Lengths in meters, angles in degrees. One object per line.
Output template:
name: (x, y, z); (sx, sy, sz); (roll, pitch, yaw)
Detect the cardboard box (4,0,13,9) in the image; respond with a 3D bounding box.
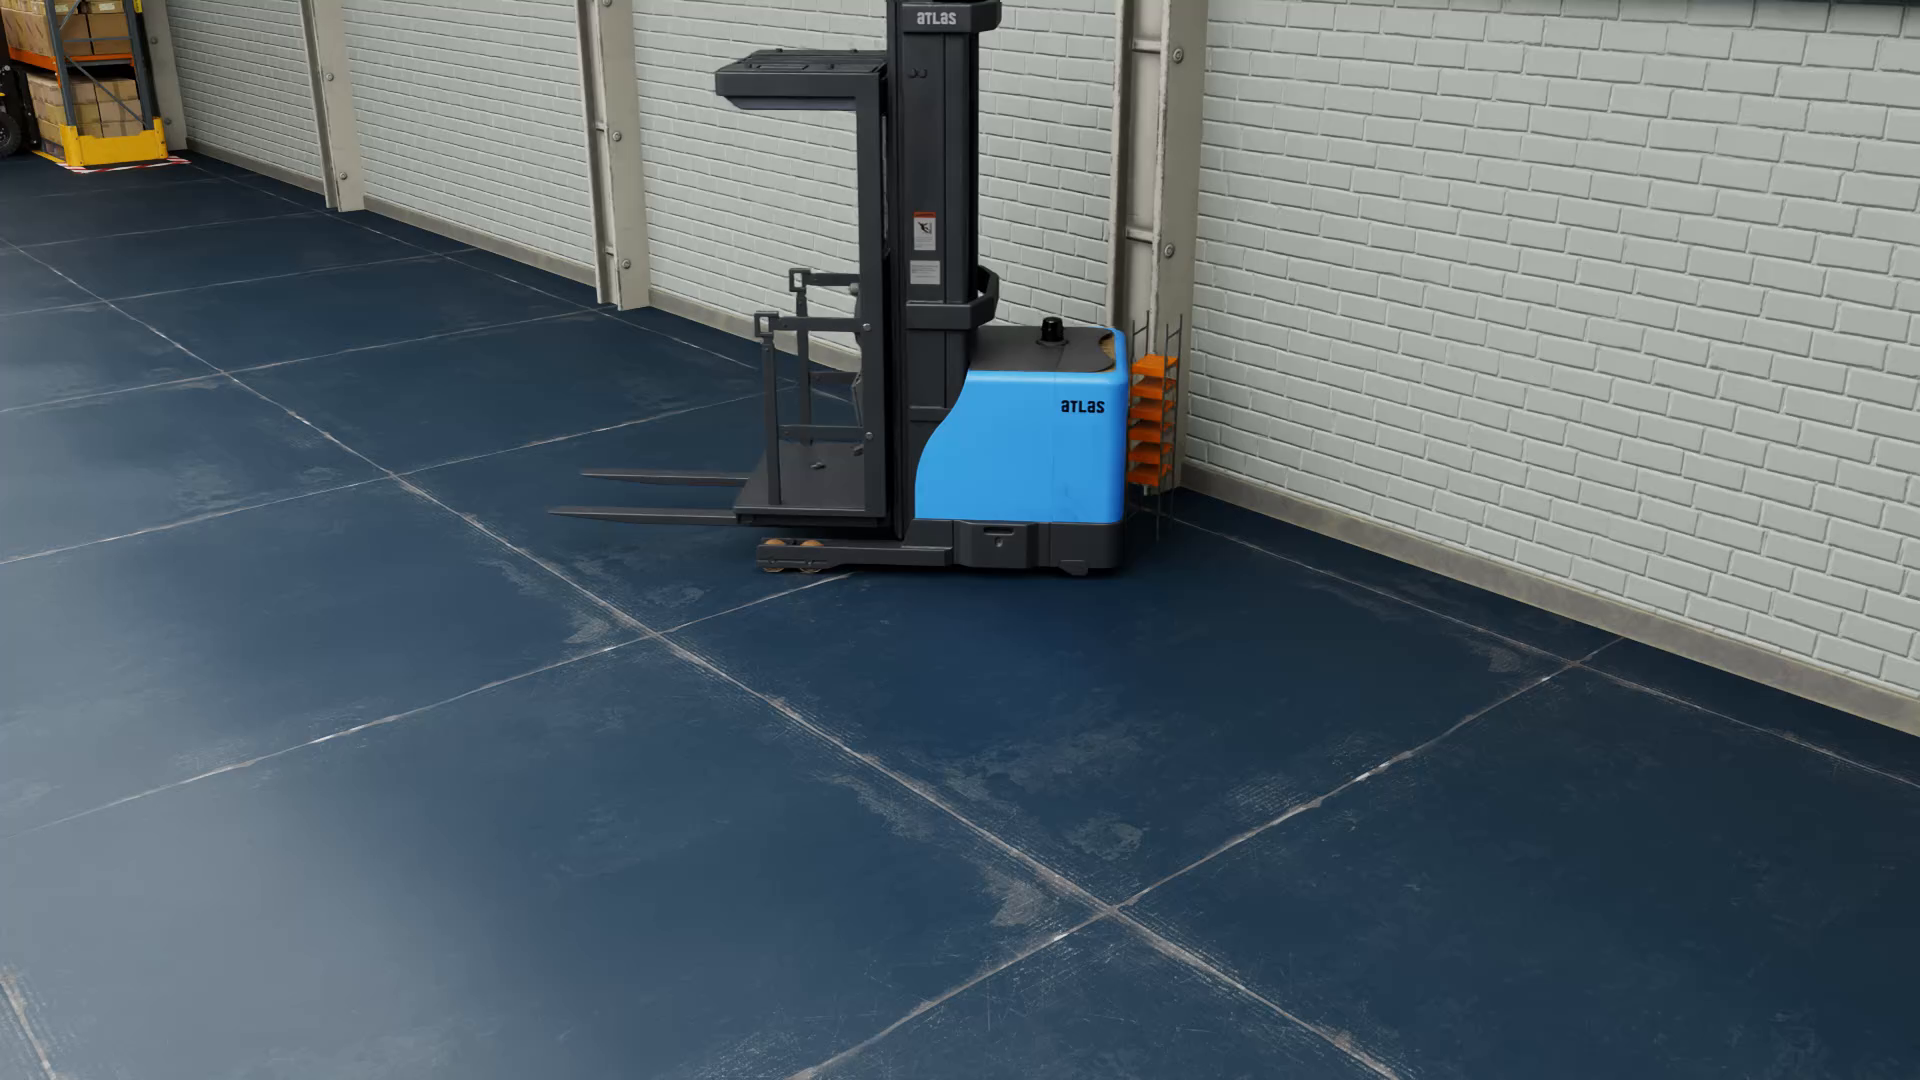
cardboard box: (-12.508, -7.179, 22.173); (0.380, 0.149, 0.250); (-18, 28, -38)

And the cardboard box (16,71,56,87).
cardboard box: (-12.437, -6.160, 22.422); (0.500, 0.250, 0.500); (-18, 28, -38)

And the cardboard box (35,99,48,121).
cardboard box: (-11.774, -5.657, 21.823); (0.500, 0.250, 0.500); (-18, 28, -38)

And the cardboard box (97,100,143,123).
cardboard box: (-11.050, -5.635, 21.767); (0.500, 0.250, 0.500); (-17, 27, -36)

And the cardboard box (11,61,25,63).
cardboard box: (-14.361, -6.860, 25.067); (0.875, 0.625, 0.625); (-18, 28, -38)

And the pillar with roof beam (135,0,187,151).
pillar with roof beam: (-13.933, -8.483, 18.304); (9.100, 9.000, 0.400); (-17, 27, -37)

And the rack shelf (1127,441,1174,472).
rack shelf: (1.029, -0.451, 8.938); (0.180, 0.103, 0.258); (10, 24, 24)

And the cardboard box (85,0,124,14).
cardboard box: (-10.925, -6.812, 21.236); (0.380, 0.149, 0.250); (-18, 28, -39)

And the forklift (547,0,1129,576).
forklift: (-0.639, -1.383, 8.495); (3.031, 2.935, 1.130); (2, 21, 4)

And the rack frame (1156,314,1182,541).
rack frame: (1.111, -0.589, 8.840); (0.006, 1.200, 0.240); (10, 24, 24)

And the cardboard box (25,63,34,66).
cardboard box: (-13.043, -6.704, 23.810); (0.500, 0.250, 0.500); (-17, 27, -36)

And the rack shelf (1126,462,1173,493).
rack shelf: (1.029, -0.340, 8.983); (0.180, 0.103, 0.258); (10, 24, 24)

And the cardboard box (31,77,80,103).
cardboard box: (-11.775, -5.881, 21.710); (0.500, 0.250, 0.500); (-17, 27, -36)

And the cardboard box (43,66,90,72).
cardboard box: (-12.381, -6.424, 23.097); (0.500, 0.250, 0.500); (-17, 27, -37)

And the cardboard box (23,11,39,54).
cardboard box: (-11.752, -6.573, 21.517); (0.500, 0.500, 0.500); (-16, 27, -36)

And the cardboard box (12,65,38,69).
cardboard box: (-13.107, -6.442, 23.141); (0.500, 0.250, 0.500); (-17, 27, -37)

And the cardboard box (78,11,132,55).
cardboard box: (-11.013, -6.557, 21.476); (0.500, 0.500, 0.500); (-16, 27, -36)

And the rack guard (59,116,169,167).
rack guard: (-10.884, -5.137, 21.415); (1.175, 0.500, 0.348); (-17, 27, -37)

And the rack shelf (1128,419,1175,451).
rack shelf: (1.029, -0.563, 8.894); (0.180, 0.103, 0.258); (10, 24, 24)

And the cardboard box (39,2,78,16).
cardboard box: (-11.339, -6.685, 20.914); (0.380, 0.149, 0.250); (-17, 27, -37)

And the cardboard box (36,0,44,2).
cardboard box: (-11.478, -6.904, 21.065); (0.380, 0.149, 0.250); (-17, 27, -37)

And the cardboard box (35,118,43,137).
cardboard box: (-12.083, -5.558, 22.255); (0.500, 0.250, 0.500); (-17, 27, -37)

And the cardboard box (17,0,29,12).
cardboard box: (-12.014, -6.969, 21.637); (0.380, 0.149, 0.250); (-19, 28, -39)

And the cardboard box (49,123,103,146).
cardboard box: (-11.446, -5.278, 21.540); (0.500, 0.250, 0.500); (-17, 27, -37)

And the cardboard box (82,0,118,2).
cardboard box: (-10.957, -6.939, 21.152); (0.380, 0.149, 0.250); (-18, 28, -38)

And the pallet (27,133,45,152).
pallet: (-12.223, -5.548, 22.859); (1.003, 0.211, 1.213); (-17, 27, -37)

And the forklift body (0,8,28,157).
forklift body: (-13.520, -6.002, 21.359); (2.313, 2.155, 1.214); (-17, 27, -37)

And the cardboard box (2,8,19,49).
cardboard box: (-12.423, -6.851, 22.226); (0.500, 0.500, 0.500); (-17, 27, -37)

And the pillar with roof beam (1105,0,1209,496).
pillar with roof beam: (-2.184, -3.510, 5.607); (9.100, 9.000, 0.400); (-17, 27, -37)

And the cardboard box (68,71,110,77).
cardboard box: (-11.718, -6.144, 22.382); (0.500, 0.250, 0.500); (-18, 27, -38)

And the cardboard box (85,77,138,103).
cardboard box: (-11.070, -5.866, 21.672); (0.500, 0.250, 0.500); (-18, 28, -38)

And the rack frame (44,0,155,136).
rack frame: (-10.900, -6.308, 20.976); (1.000, 3.000, 0.127); (-17, 27, -37)

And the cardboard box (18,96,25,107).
cardboard box: (-12.451, -5.934, 22.530); (0.500, 0.250, 0.500); (-18, 27, -38)

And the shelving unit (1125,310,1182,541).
shelving unit: (1.029, -0.604, 8.877); (0.189, 1.200, 0.258); (10, 24, 24)
